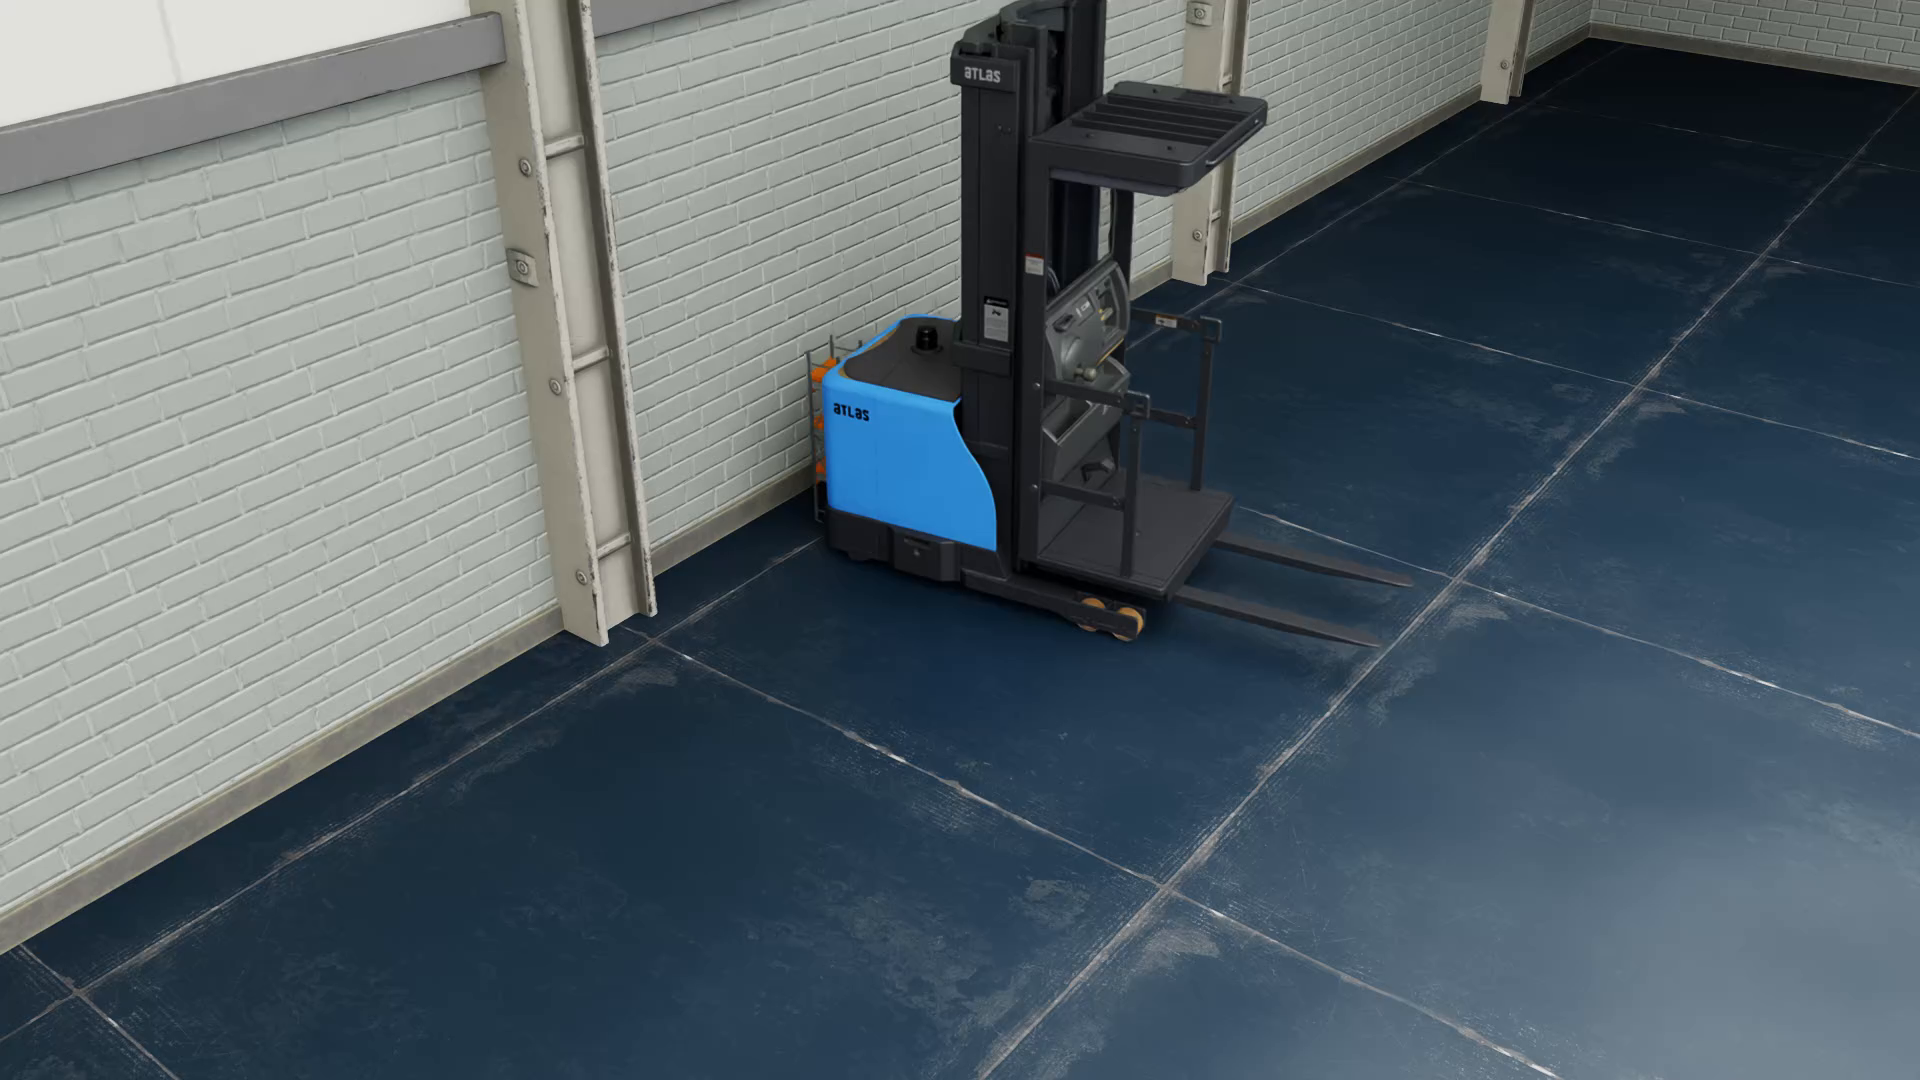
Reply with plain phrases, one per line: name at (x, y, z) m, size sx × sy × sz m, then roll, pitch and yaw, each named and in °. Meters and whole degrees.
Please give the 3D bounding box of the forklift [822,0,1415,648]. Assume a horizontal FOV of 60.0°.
forklift at (0.818, -1.062, 8.167) m, size 3.031 × 2.935 × 1.130 m, roll 15°, pitch 34°, yaw 23°

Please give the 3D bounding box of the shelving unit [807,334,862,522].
shelving unit at (-0.676, -0.595, 9.225) m, size 0.215 × 1.050 × 0.252 m, roll 14°, pitch 33°, yaw 22°

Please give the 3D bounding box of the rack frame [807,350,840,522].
rack frame at (-0.730, -0.539, 9.130) m, size 0.200 × 1.050 × 0.008 m, roll 14°, pitch 33°, yaw 22°

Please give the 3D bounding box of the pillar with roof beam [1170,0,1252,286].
pillar with roof beam at (5.250, -4.576, 8.145) m, size 9.100 × 9.000 × 0.400 m, roll 21°, pitch 37°, yaw 31°

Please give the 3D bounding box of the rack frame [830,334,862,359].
rack frame at (-0.621, -0.651, 9.319) m, size 0.200 × 1.050 × 0.008 m, roll 14°, pitch 33°, yaw 22°

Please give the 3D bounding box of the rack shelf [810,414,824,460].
rack shelf at (-0.676, -0.586, 9.230) m, size 0.215 × 0.259 × 0.240 m, roll 14°, pitch 33°, yaw 22°

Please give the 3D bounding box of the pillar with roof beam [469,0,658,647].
pillar with roof beam at (1.628, -2.137, 4.030) m, size 9.100 × 9.000 × 0.400 m, roll 21°, pitch 37°, yaw 31°

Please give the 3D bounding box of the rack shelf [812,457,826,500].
rack shelf at (-0.676, -0.347, 9.372) m, size 0.215 × 0.259 × 0.240 m, roll 14°, pitch 33°, yaw 22°

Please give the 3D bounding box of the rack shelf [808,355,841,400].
rack shelf at (-0.676, -0.830, 9.085) m, size 0.215 × 0.259 × 0.240 m, roll 14°, pitch 33°, yaw 22°

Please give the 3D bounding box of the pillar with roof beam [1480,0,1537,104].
pillar with roof beam at (8.872, -7.015, 12.260) m, size 9.100 × 9.000 × 0.400 m, roll 21°, pitch 37°, yaw 31°
